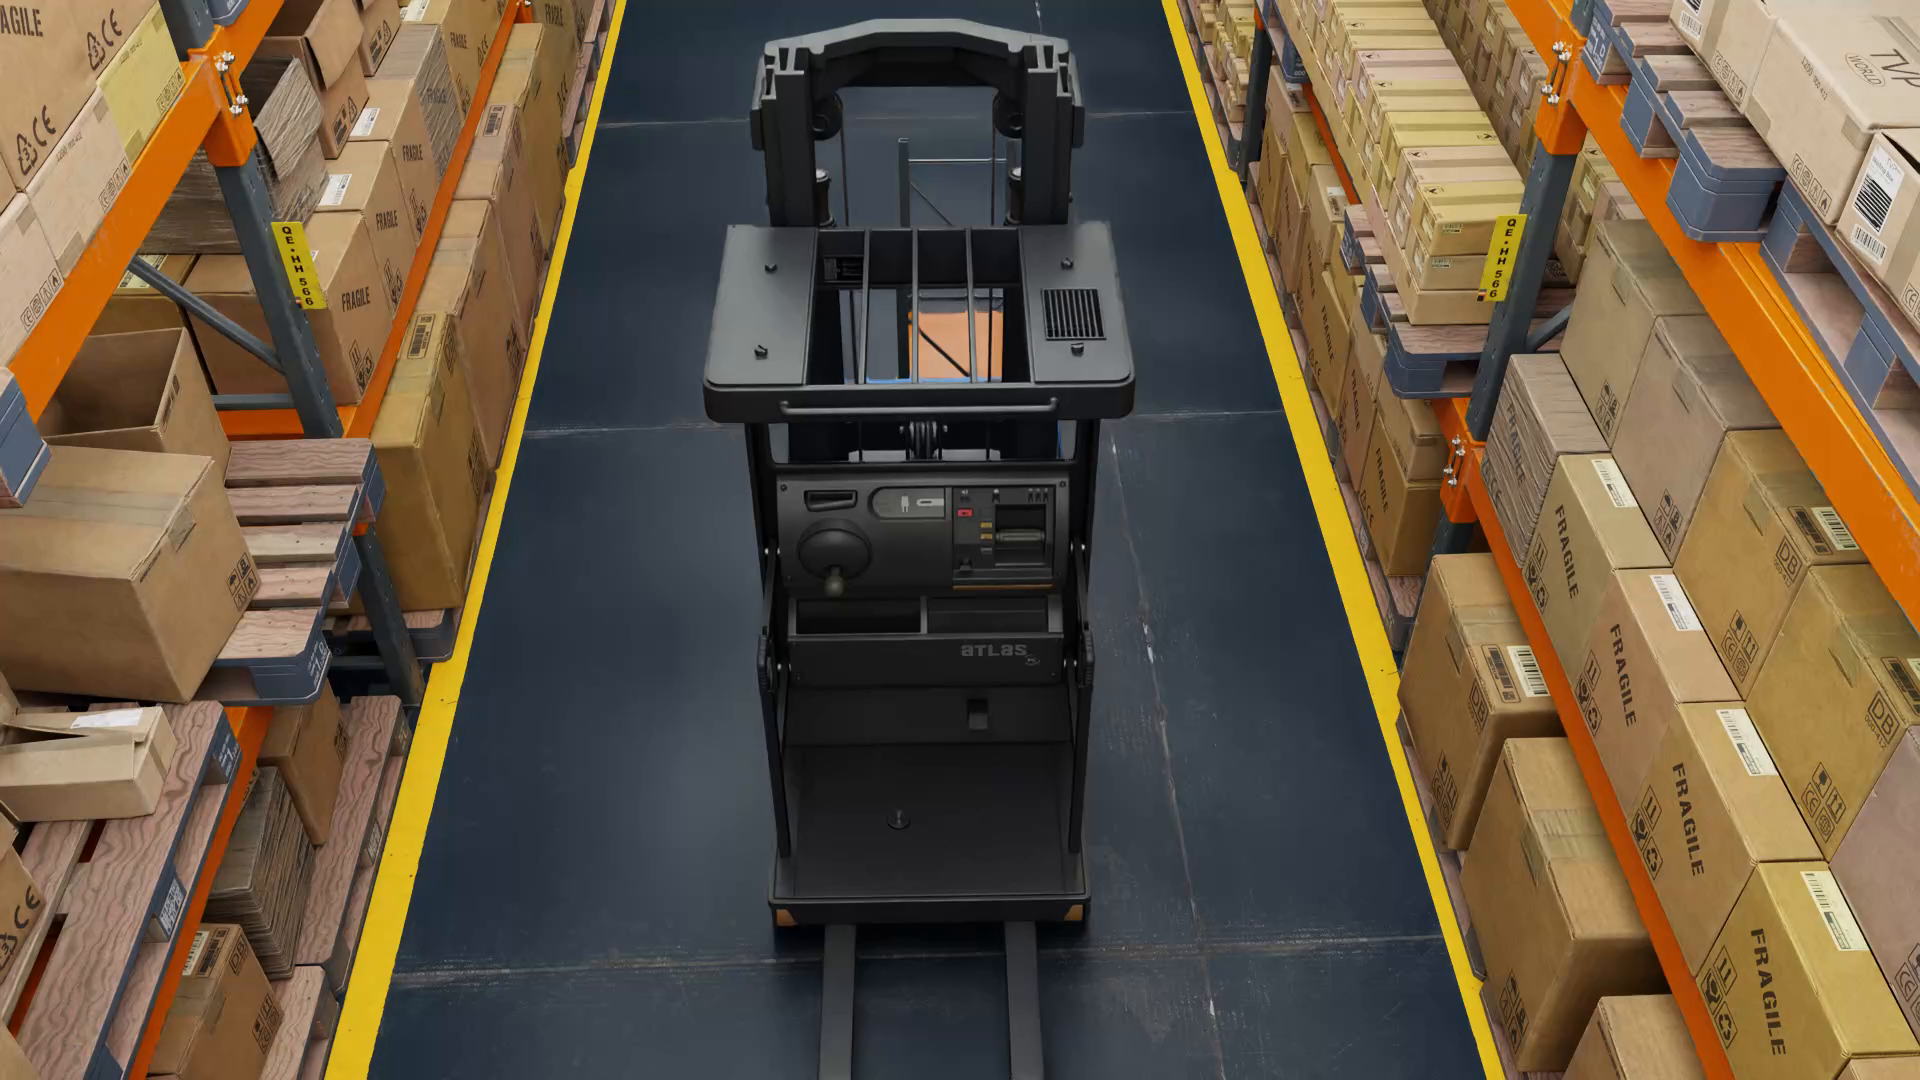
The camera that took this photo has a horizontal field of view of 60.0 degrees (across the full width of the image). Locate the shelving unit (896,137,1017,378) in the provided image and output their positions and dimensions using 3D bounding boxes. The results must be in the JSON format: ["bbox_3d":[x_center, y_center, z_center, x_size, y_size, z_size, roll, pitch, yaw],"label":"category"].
[{"bbox_3d":[-0.002,-0.801,7.164,0.587,1.500,1.083,-1,43,-1],"label":"shelving unit"}]

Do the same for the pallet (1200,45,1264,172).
[{"bbox_3d":[2.060,-2.658,10.143,1.003,0.211,1.213,-2,43,-2],"label":"pallet"}]

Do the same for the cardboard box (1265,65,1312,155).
[{"bbox_3d":[1.892,-2.237,8.604,0.500,0.250,0.500,-3,43,-4],"label":"cardboard box"}]

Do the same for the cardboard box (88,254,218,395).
[{"bbox_3d":[-2.934,-0.822,6.002,0.500,0.500,0.500,0,43,0],"label":"cardboard box"}]

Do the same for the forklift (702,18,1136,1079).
[{"bbox_3d":[-0.110,0.067,5.158,1.130,2.935,3.031,-1,43,-1],"label":"forklift"}]

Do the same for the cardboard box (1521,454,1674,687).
[{"bbox_3d":[2.068,0.084,5.014,0.500,0.500,0.500,-2,43,-2],"label":"cardboard box"}]

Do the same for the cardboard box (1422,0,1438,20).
[{"bbox_3d":[2.369,-2.520,7.805,0.380,0.149,0.250,-4,43,-4],"label":"cardboard box"}]

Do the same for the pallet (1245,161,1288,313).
[{"bbox_3d":[2.159,-1.680,9.076,1.003,0.211,1.213,-2,43,-2],"label":"pallet"}]

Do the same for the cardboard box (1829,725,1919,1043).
[{"bbox_3d":[2.392,0.738,3.560,0.700,0.500,0.500,-1,43,-1],"label":"cardboard box"}]

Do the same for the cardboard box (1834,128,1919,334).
[{"bbox_3d":[2.148,-0.618,3.315,0.500,0.311,0.500,-2,43,-3],"label":"cardboard box"}]

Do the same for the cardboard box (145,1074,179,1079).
[{"bbox_3d":[-2.526,1.885,4.647,0.700,0.500,0.500,-5,43,-5],"label":"cardboard box"}]

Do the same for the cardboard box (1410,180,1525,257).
[{"bbox_3d":[1.815,-1.132,5.850,0.380,0.149,0.250,-3,43,-3],"label":"cardboard box"}]

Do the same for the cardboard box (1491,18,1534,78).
[{"bbox_3d":[2.411,-2.019,6.818,0.380,0.149,0.250,0,43,0],"label":"cardboard box"}]

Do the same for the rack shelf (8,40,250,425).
[{"bbox_3d":[-2.581,0.051,3.437,1.077,0.370,4.000,-2,43,-2],"label":"rack shelf"}]

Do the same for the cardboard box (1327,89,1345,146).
[{"bbox_3d":[1.765,-1.781,6.998,0.380,0.149,0.250,0,43,0],"label":"cardboard box"}]

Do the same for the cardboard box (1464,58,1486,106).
[{"bbox_3d":[2.409,-1.974,7.208,0.380,0.149,0.250,-3,43,-3],"label":"cardboard box"}]

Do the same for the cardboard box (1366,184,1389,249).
[{"bbox_3d":[1.794,-1.256,6.426,0.380,0.149,0.250,-1,43,-1],"label":"cardboard box"}]

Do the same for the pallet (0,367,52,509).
[{"bbox_3d":[-2.463,0.085,3.006,1.213,0.211,1.003,-2,43,-2],"label":"pallet"}]

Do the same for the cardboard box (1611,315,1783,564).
[{"bbox_3d":[2.326,-0.294,4.686,0.700,0.500,0.500,-2,43,-2],"label":"cardboard box"}]

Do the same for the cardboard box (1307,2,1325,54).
[{"bbox_3d":[1.742,-2.241,7.279,0.380,0.149,0.250,-2,43,-3],"label":"cardboard box"}]

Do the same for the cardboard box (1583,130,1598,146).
[{"bbox_3d":[2.448,-1.479,6.228,0.380,0.149,0.250,-2,43,-2],"label":"cardboard box"}]

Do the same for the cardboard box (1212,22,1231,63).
[{"bbox_3d":[1.740,-3.013,10.046,0.380,0.149,0.250,-3,43,-3],"label":"cardboard box"}]

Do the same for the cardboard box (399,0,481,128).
[{"bbox_3d":[-2.500,-2.202,7.508,0.500,0.500,0.500,-2,43,-2],"label":"cardboard box"}]

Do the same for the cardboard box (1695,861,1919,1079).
[{"bbox_3d":[2.132,1.104,3.902,0.500,0.500,0.500,-1,43,-1],"label":"cardboard box"}]

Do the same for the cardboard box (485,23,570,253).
[{"bbox_3d":[-2.788,-2.099,8.732,1.225,0.875,0.875,-2,43,-2],"label":"cardboard box"}]

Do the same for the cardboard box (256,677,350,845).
[{"bbox_3d":[-2.617,0.752,5.884,0.700,0.500,0.500,-4,43,-4],"label":"cardboard box"}]

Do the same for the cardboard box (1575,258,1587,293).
[{"bbox_3d":[2.477,-0.903,6.040,0.380,0.149,0.250,-2,43,-2],"label":"cardboard box"}]

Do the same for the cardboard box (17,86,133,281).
[{"bbox_3d":[-2.366,-0.861,4.010,0.500,0.250,0.500,-2,43,-2],"label":"cardboard box"}]

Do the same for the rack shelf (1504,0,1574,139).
[{"bbox_3d":[2.209,-2.724,6.464,1.077,0.370,4.000,-2,43,-2],"label":"rack shelf"}]

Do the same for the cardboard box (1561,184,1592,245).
[{"bbox_3d":[2.461,-1.220,6.166,0.380,0.149,0.250,0,43,0],"label":"cardboard box"}]

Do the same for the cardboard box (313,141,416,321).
[{"bbox_3d":[-2.439,-1.180,6.393,0.500,0.500,0.500,-3,43,-3],"label":"cardboard box"}]

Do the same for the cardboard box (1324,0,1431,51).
[{"bbox_3d":[1.752,-2.181,6.994,0.380,0.149,0.250,0,43,0],"label":"cardboard box"}]

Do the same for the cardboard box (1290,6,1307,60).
[{"bbox_3d":[1.726,-2.319,7.585,0.380,0.149,0.250,-3,43,-4],"label":"cardboard box"}]

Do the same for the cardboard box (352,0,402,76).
[{"bbox_3d":[-2.741,-2.252,6.821,0.797,0.503,0.637,0,43,0],"label":"cardboard box"}]

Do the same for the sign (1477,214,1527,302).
[{"bbox_3d":[1.752,-0.909,5.373,0.100,0.325,0.005,-2,43,-2],"label":"sign"}]

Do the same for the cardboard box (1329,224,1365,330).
[{"bbox_3d":[1.965,-1.181,7.453,0.500,0.250,0.500,-1,43,-1],"label":"cardboard box"}]

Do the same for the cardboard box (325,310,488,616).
[{"bbox_3d":[-2.674,-0.297,6.765,1.225,0.875,0.875,-3,43,-4],"label":"cardboard box"}]

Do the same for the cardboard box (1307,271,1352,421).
[{"bbox_3d":[1.948,-0.910,7.712,0.500,0.500,0.500,-3,43,-4],"label":"cardboard box"}]

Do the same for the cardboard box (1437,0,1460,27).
[{"bbox_3d":[2.384,-2.437,7.493,0.380,0.149,0.250,-4,43,-4],"label":"cardboard box"}]

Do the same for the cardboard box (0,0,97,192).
[{"bbox_3d":[-2.363,-1.125,3.743,0.500,0.500,0.500,-2,43,-2],"label":"cardboard box"}]

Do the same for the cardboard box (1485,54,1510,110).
[{"bbox_3d":[2.418,-1.906,6.915,0.380,0.149,0.250,-2,43,-2],"label":"cardboard box"}]

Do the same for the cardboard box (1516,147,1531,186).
[{"bbox_3d":[2.440,-1.449,6.635,0.380,0.149,0.250,0,43,0],"label":"cardboard box"}]

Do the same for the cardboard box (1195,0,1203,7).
[{"bbox_3d":[1.736,-3.631,10.940,0.380,0.149,0.250,-2,43,-2],"label":"cardboard box"}]

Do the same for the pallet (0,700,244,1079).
[{"bbox_3d":[-2.541,0.947,4.289,1.003,0.211,1.213,-2,43,-2],"label":"pallet"}]

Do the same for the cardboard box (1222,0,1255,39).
[{"bbox_3d":[1.781,-3.129,9.952,0.380,0.149,0.250,-2,43,-2],"label":"cardboard box"}]

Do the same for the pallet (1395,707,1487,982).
[{"bbox_3d":[2.252,1.029,6.121,1.003,0.211,1.213,-2,43,-2],"label":"pallet"}]

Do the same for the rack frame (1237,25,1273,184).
[{"bbox_3d":[2.124,-3.233,8.707,1.000,3.000,0.127,-2,43,-2],"label":"rack frame"}]

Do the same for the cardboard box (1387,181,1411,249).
[{"bbox_3d":[1.805,-1.206,6.150,0.380,0.149,0.250,0,43,0],"label":"cardboard box"}]

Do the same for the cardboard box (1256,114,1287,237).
[{"bbox_3d":[1.891,-1.960,8.858,0.500,0.500,0.500,0,43,0],"label":"cardboard box"}]

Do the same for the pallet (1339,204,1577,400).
[{"bbox_3d":[2.157,-0.940,6.348,1.213,0.211,1.003,-2,43,-2],"label":"pallet"}]

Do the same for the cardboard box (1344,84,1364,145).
[{"bbox_3d":[1.773,-1.720,6.711,0.380,0.149,0.250,-2,43,-2],"label":"cardboard box"}]

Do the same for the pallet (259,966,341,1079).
[{"bbox_3d":[-2.585,1.918,5.151,1.003,0.211,1.213,-2,43,-2],"label":"pallet"}]

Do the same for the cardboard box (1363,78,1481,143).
[{"bbox_3d":[1.781,-1.659,6.424,0.380,0.149,0.250,0,43,-1],"label":"cardboard box"}]

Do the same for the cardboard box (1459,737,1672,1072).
[{"bbox_3d":[2.271,1.145,5.285,1.050,0.750,0.750,-1,43,-1],"label":"cardboard box"}]

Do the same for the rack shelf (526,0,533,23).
[{"bbox_3d":[-2.921,-4.244,10.343,1.077,0.370,4.000,-2,43,-2],"label":"rack shelf"}]

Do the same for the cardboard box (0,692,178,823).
[{"bbox_3d":[-2.325,0.554,4.364,0.396,0.266,0.258,-3,43,-3],"label":"cardboard box"}]

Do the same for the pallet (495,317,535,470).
[{"bbox_3d":[-2.673,-0.787,8.102,1.003,0.211,1.213,-2,43,-2],"label":"pallet"}]

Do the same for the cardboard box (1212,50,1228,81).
[{"bbox_3d":[1.764,-2.947,10.194,0.380,0.149,0.250,-3,43,-3],"label":"cardboard box"}]

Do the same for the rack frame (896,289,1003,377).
[{"bbox_3d":[0.008,-0.452,6.783,0.500,1.500,0.032,-1,43,-1],"label":"rack frame"}]
